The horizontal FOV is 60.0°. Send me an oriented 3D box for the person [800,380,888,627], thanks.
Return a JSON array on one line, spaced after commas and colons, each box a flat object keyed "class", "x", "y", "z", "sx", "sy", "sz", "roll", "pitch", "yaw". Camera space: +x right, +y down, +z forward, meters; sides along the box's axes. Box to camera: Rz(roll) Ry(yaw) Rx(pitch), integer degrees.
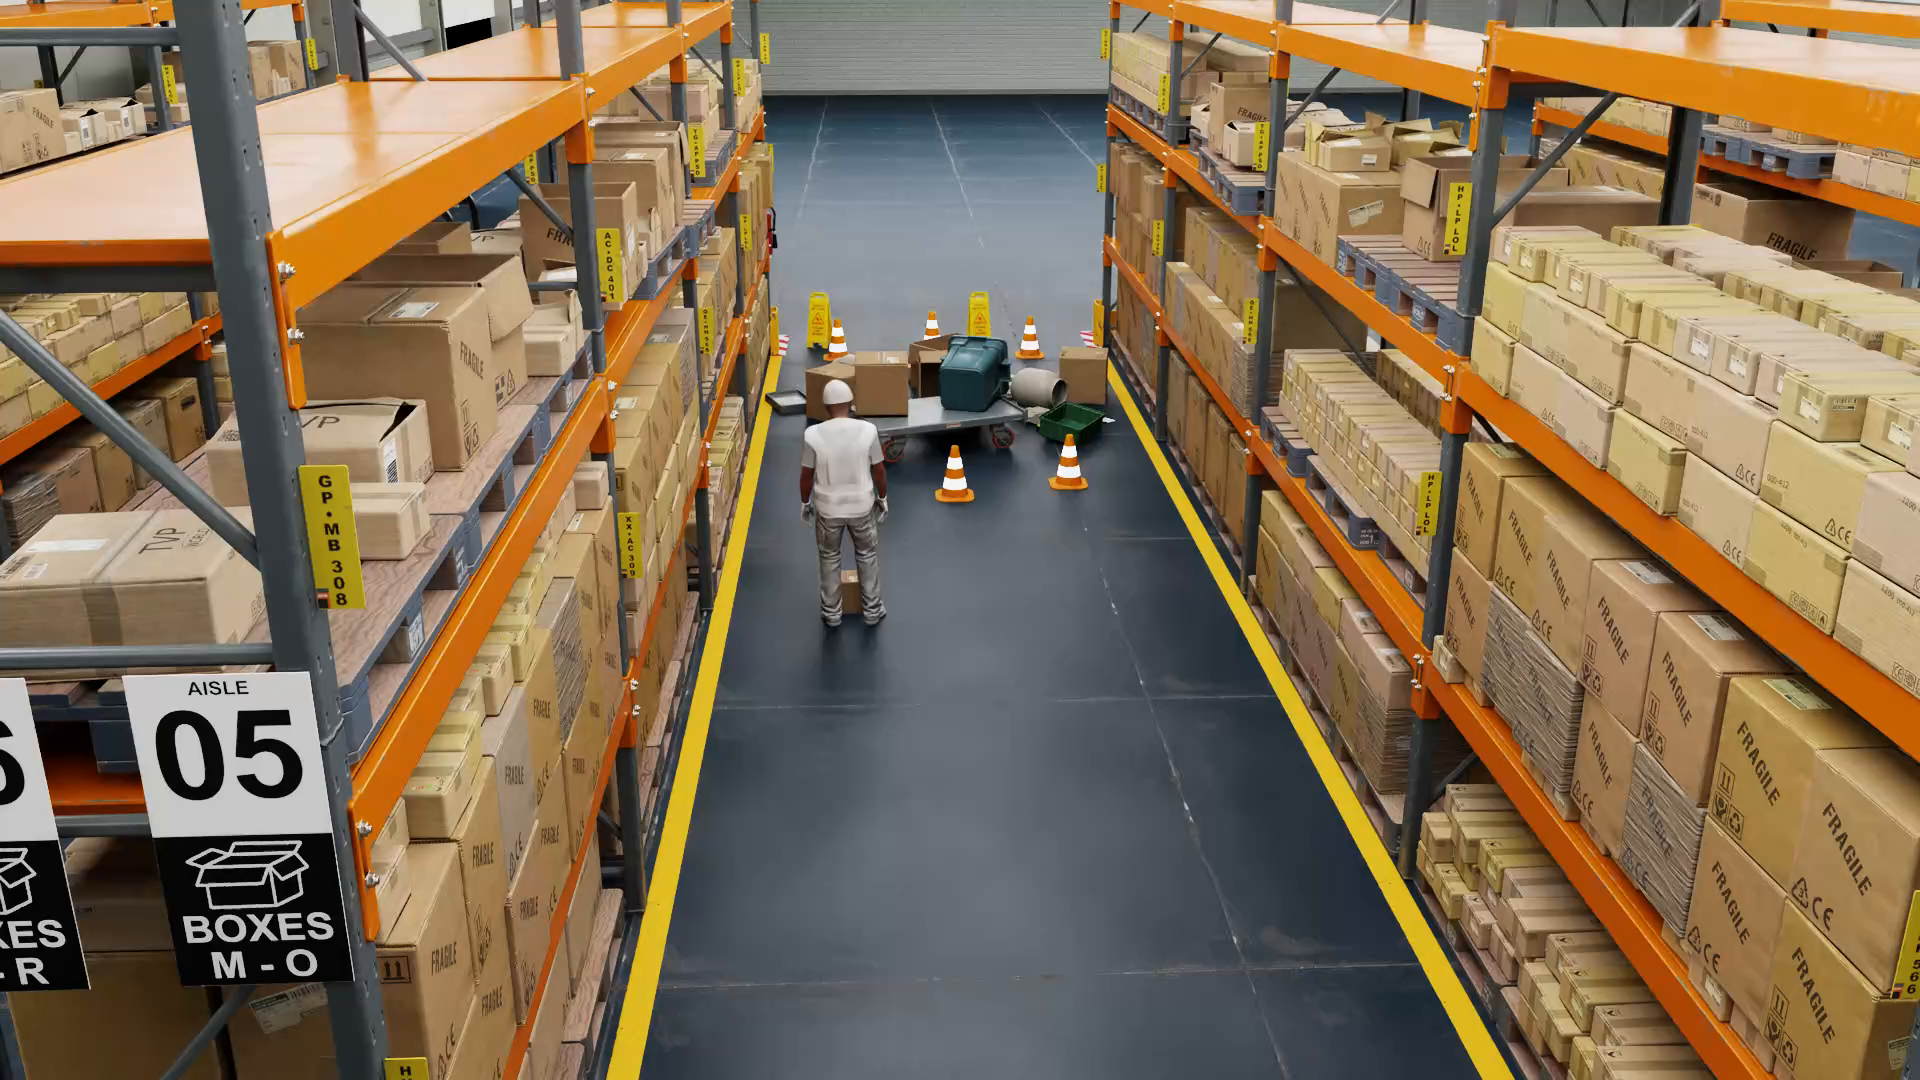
[{"class": "person", "x": -0.818, "y": -0.250, "z": 11.742, "sx": 0.620, "sy": 1.773, "sz": 0.449, "roll": -2, "pitch": 20, "yaw": -6}]
